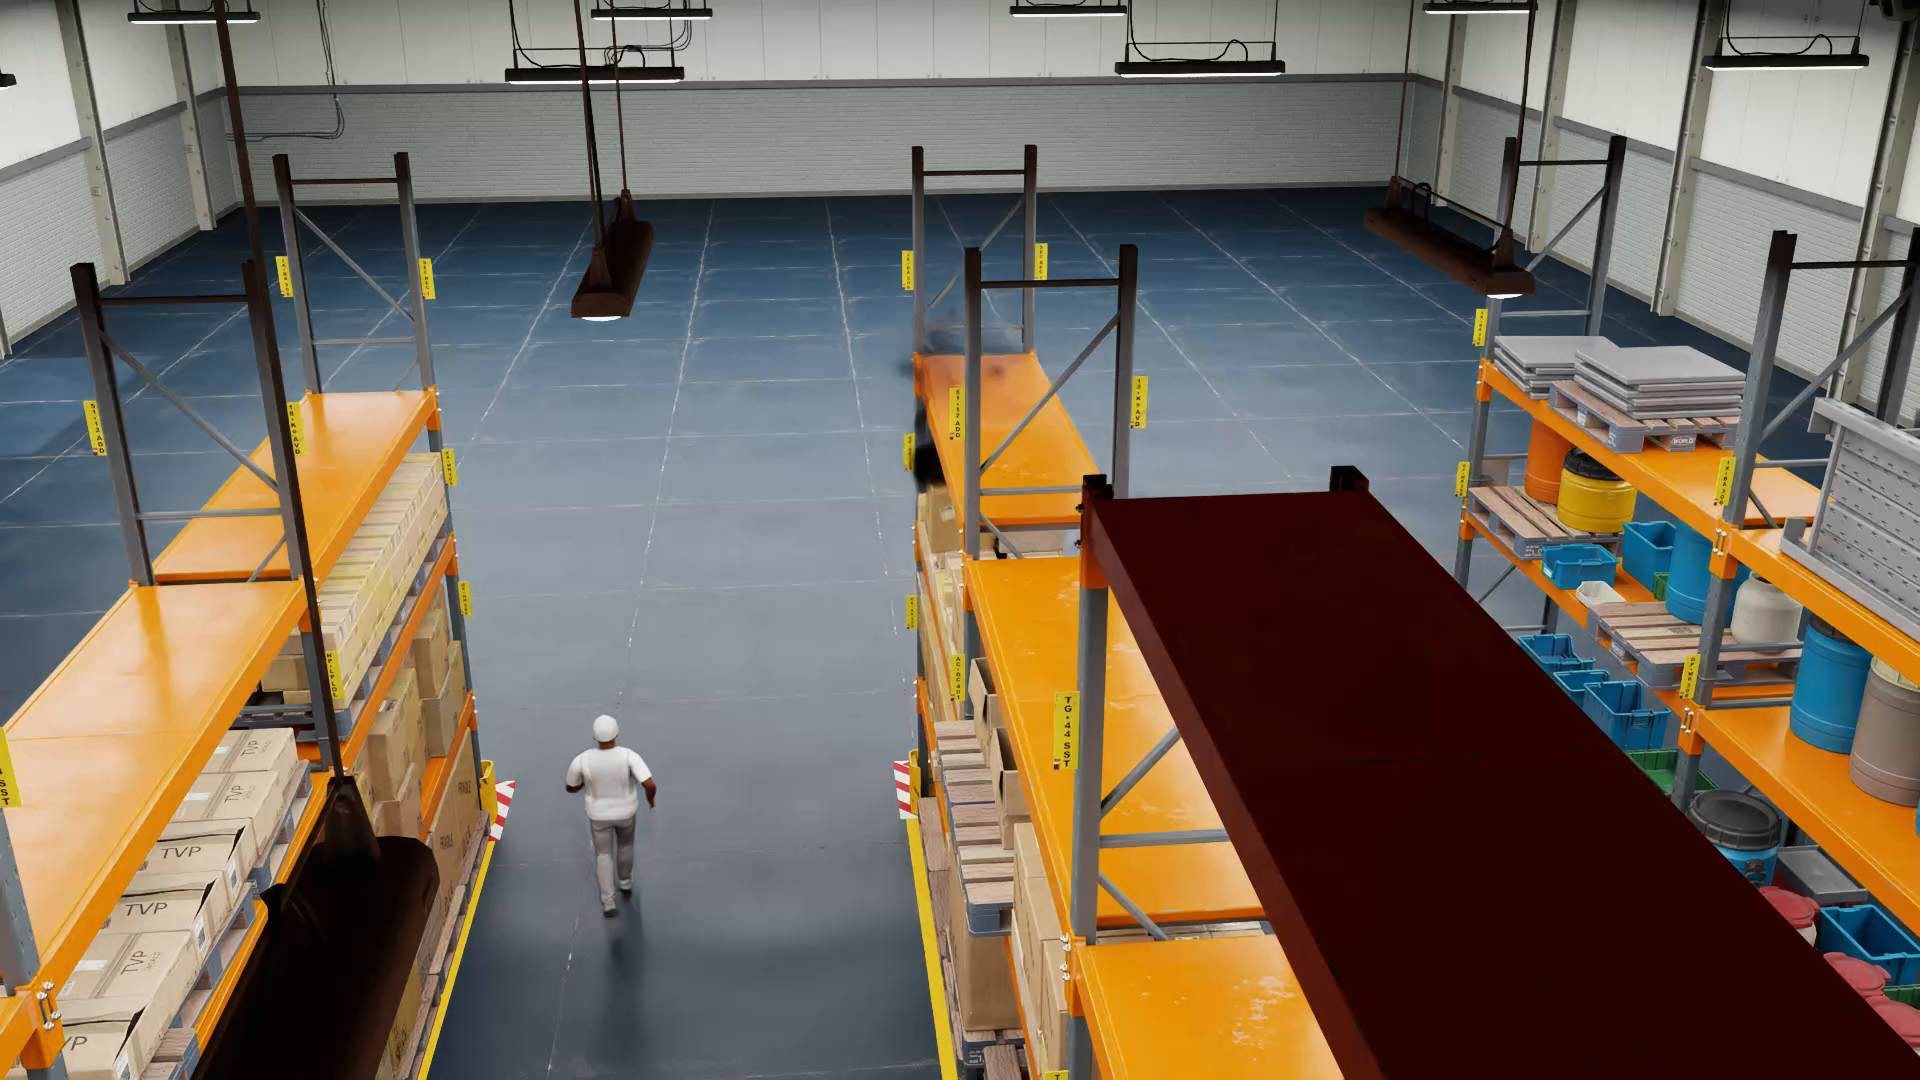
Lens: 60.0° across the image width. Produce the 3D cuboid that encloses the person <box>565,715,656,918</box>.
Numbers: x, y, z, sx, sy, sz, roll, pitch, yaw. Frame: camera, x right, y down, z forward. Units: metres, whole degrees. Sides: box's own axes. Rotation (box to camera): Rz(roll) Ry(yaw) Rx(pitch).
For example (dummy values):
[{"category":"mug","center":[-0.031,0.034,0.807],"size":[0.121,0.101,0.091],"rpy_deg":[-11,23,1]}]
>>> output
[{"category":"person","center":[-2.835,2.228,13.588],"size":[0.723,1.749,0.959],"rpy_deg":[-4,22,-9]}]
